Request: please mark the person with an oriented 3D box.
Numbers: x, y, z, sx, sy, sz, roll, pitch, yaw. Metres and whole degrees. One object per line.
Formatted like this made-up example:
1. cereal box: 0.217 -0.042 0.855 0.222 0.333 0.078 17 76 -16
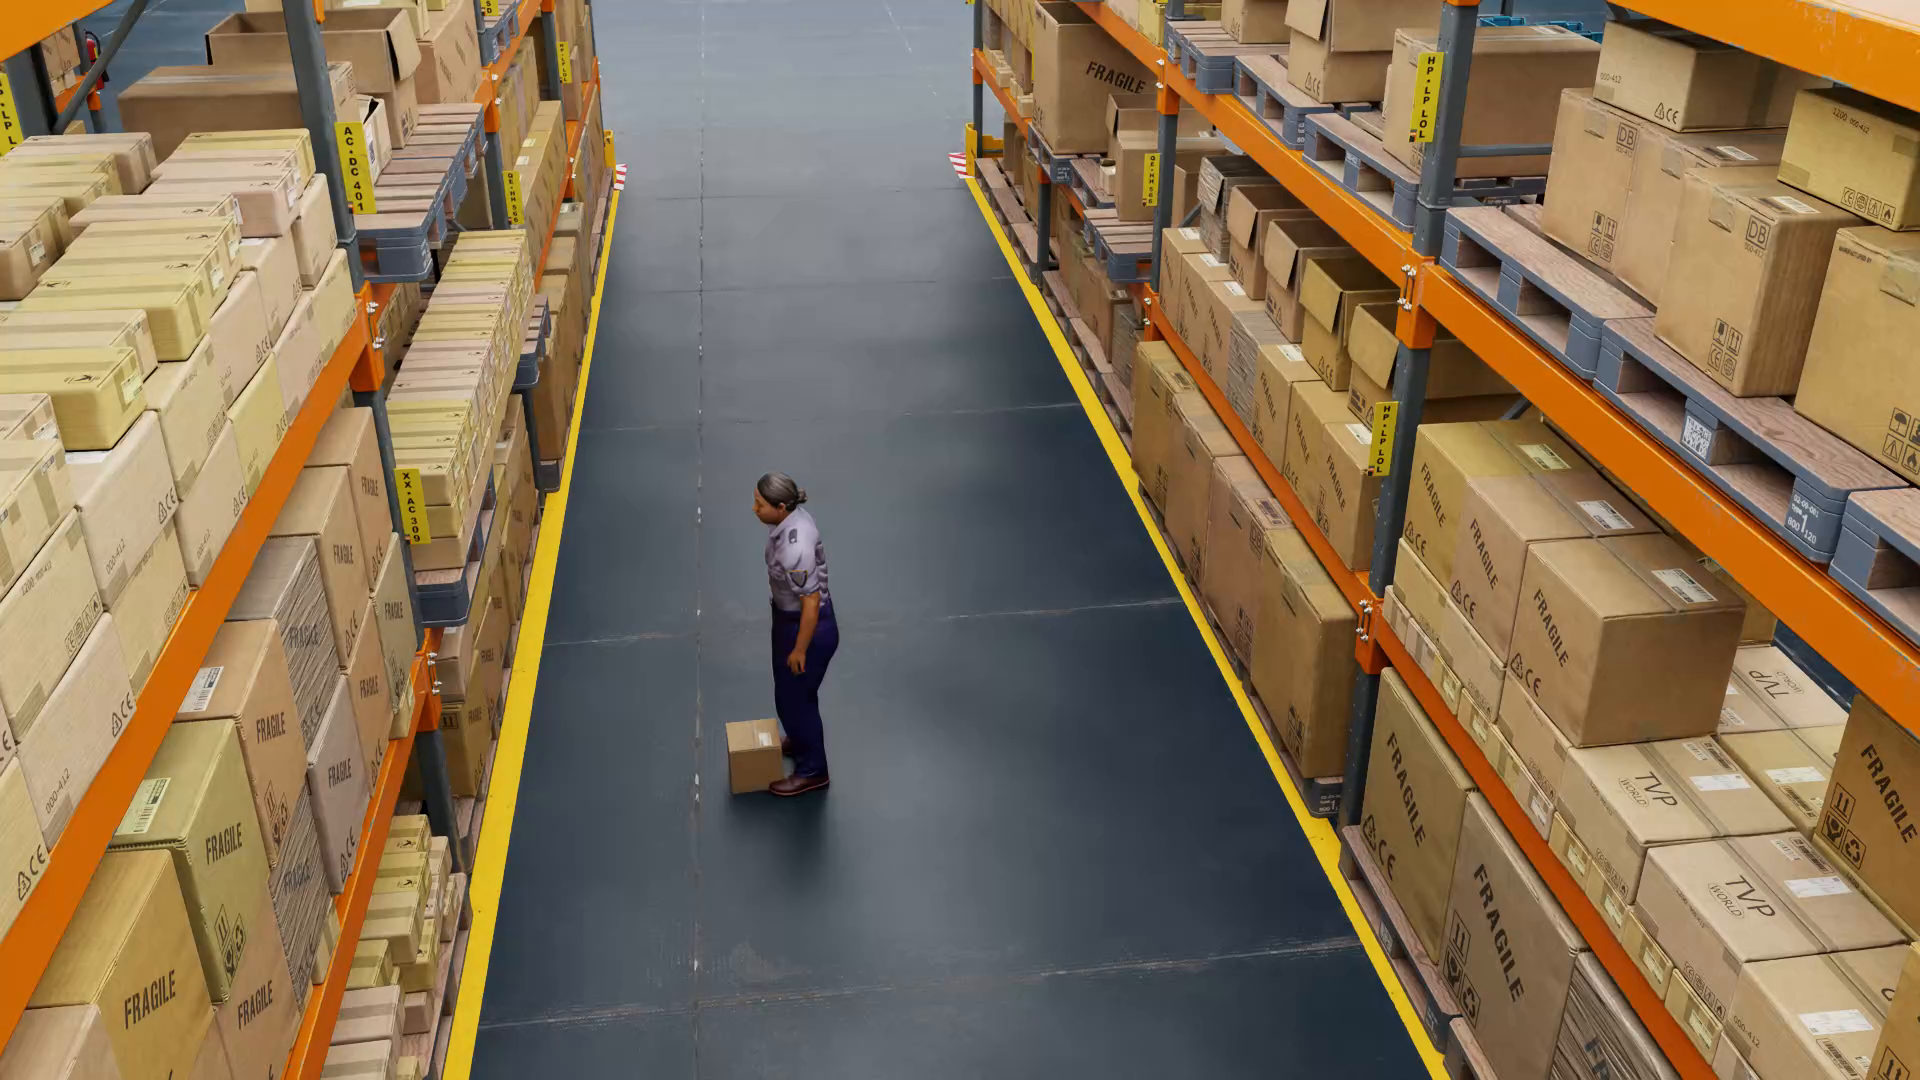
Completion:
1. person: -0.770 0.421 7.840 0.375 1.625 0.555 -5 28 -10
